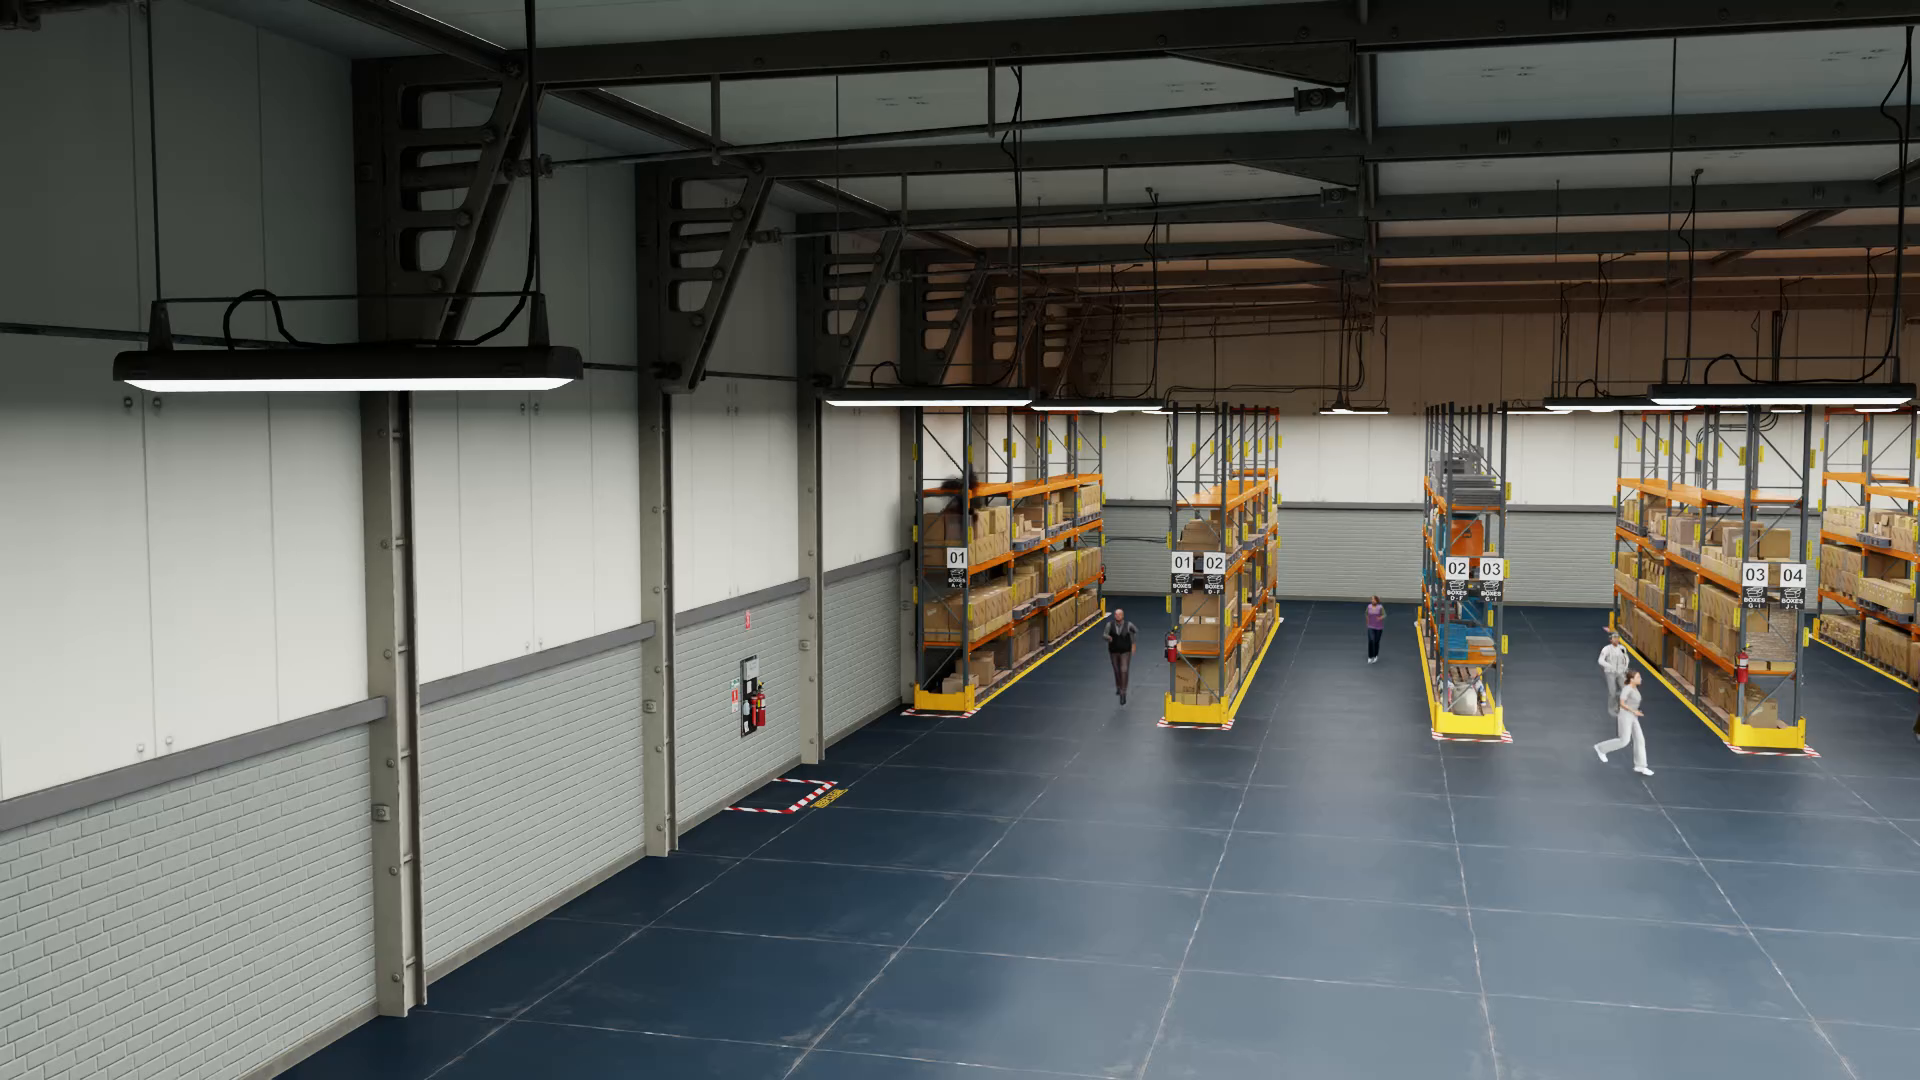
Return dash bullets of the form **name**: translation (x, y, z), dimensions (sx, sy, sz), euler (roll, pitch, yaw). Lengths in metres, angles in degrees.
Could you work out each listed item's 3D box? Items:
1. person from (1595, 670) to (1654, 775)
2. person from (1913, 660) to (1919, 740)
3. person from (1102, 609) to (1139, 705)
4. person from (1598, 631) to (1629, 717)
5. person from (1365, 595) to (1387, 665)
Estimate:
- **person**: translation (10.768, 2.914, 26.885), dimensions (0.959, 1.661, 0.588), euler (4, 5, 40)
- **person**: translation (17.025, 2.694, 29.074), dimensions (0.709, 1.856, 0.839), euler (-1, 4, -7)
- **person**: translation (3.098, 2.228, 32.133), dimensions (0.609, 1.805, 0.801), euler (1, 4, 17)
- **person**: translation (12.517, 2.553, 31.741), dimensions (0.609, 1.645, 0.539), euler (0, 4, 1)
- **person**: translation (9.643, 2.088, 38.599), dimensions (0.507, 1.644, 0.704), euler (2, 4, 20)
